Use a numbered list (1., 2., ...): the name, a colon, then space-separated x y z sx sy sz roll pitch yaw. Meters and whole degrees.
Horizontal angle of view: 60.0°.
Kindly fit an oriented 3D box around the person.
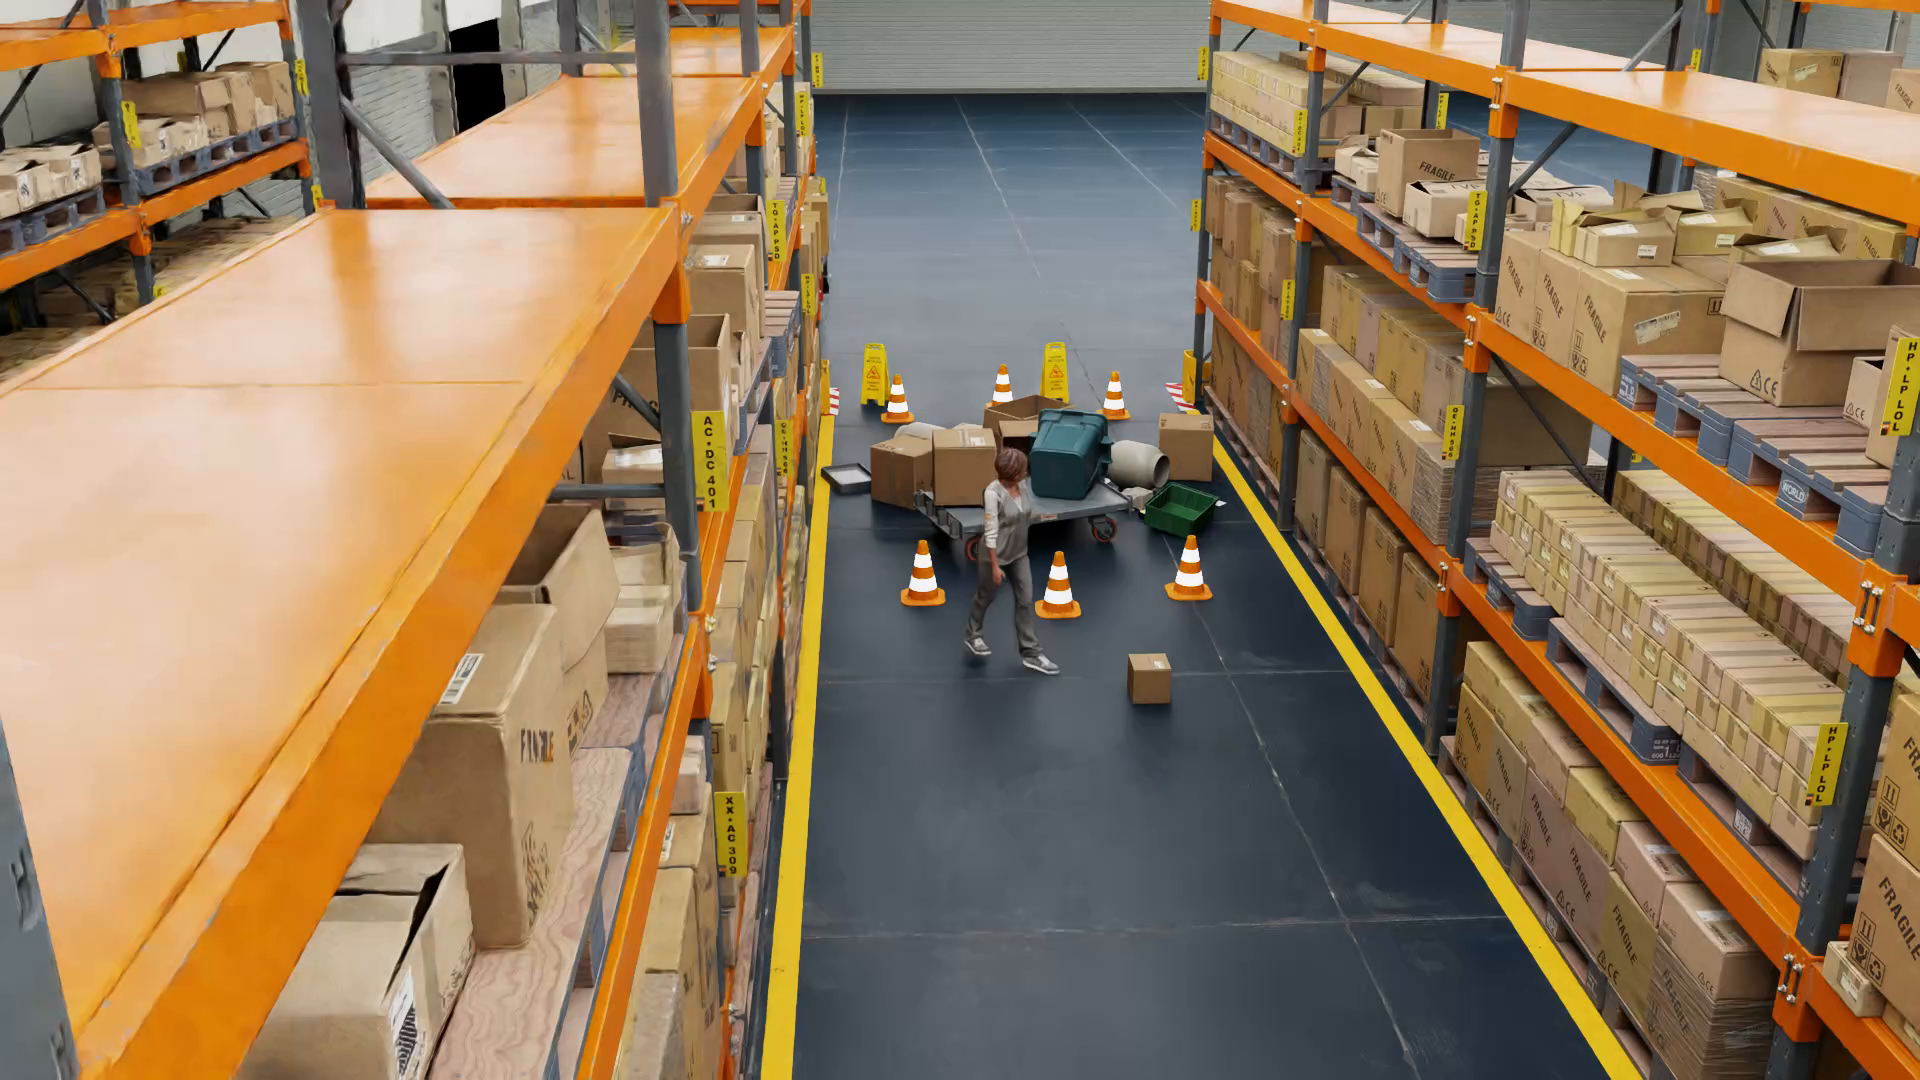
1. person: 0.305 0.119 11.264 0.426 1.575 0.766 -17 27 -38
